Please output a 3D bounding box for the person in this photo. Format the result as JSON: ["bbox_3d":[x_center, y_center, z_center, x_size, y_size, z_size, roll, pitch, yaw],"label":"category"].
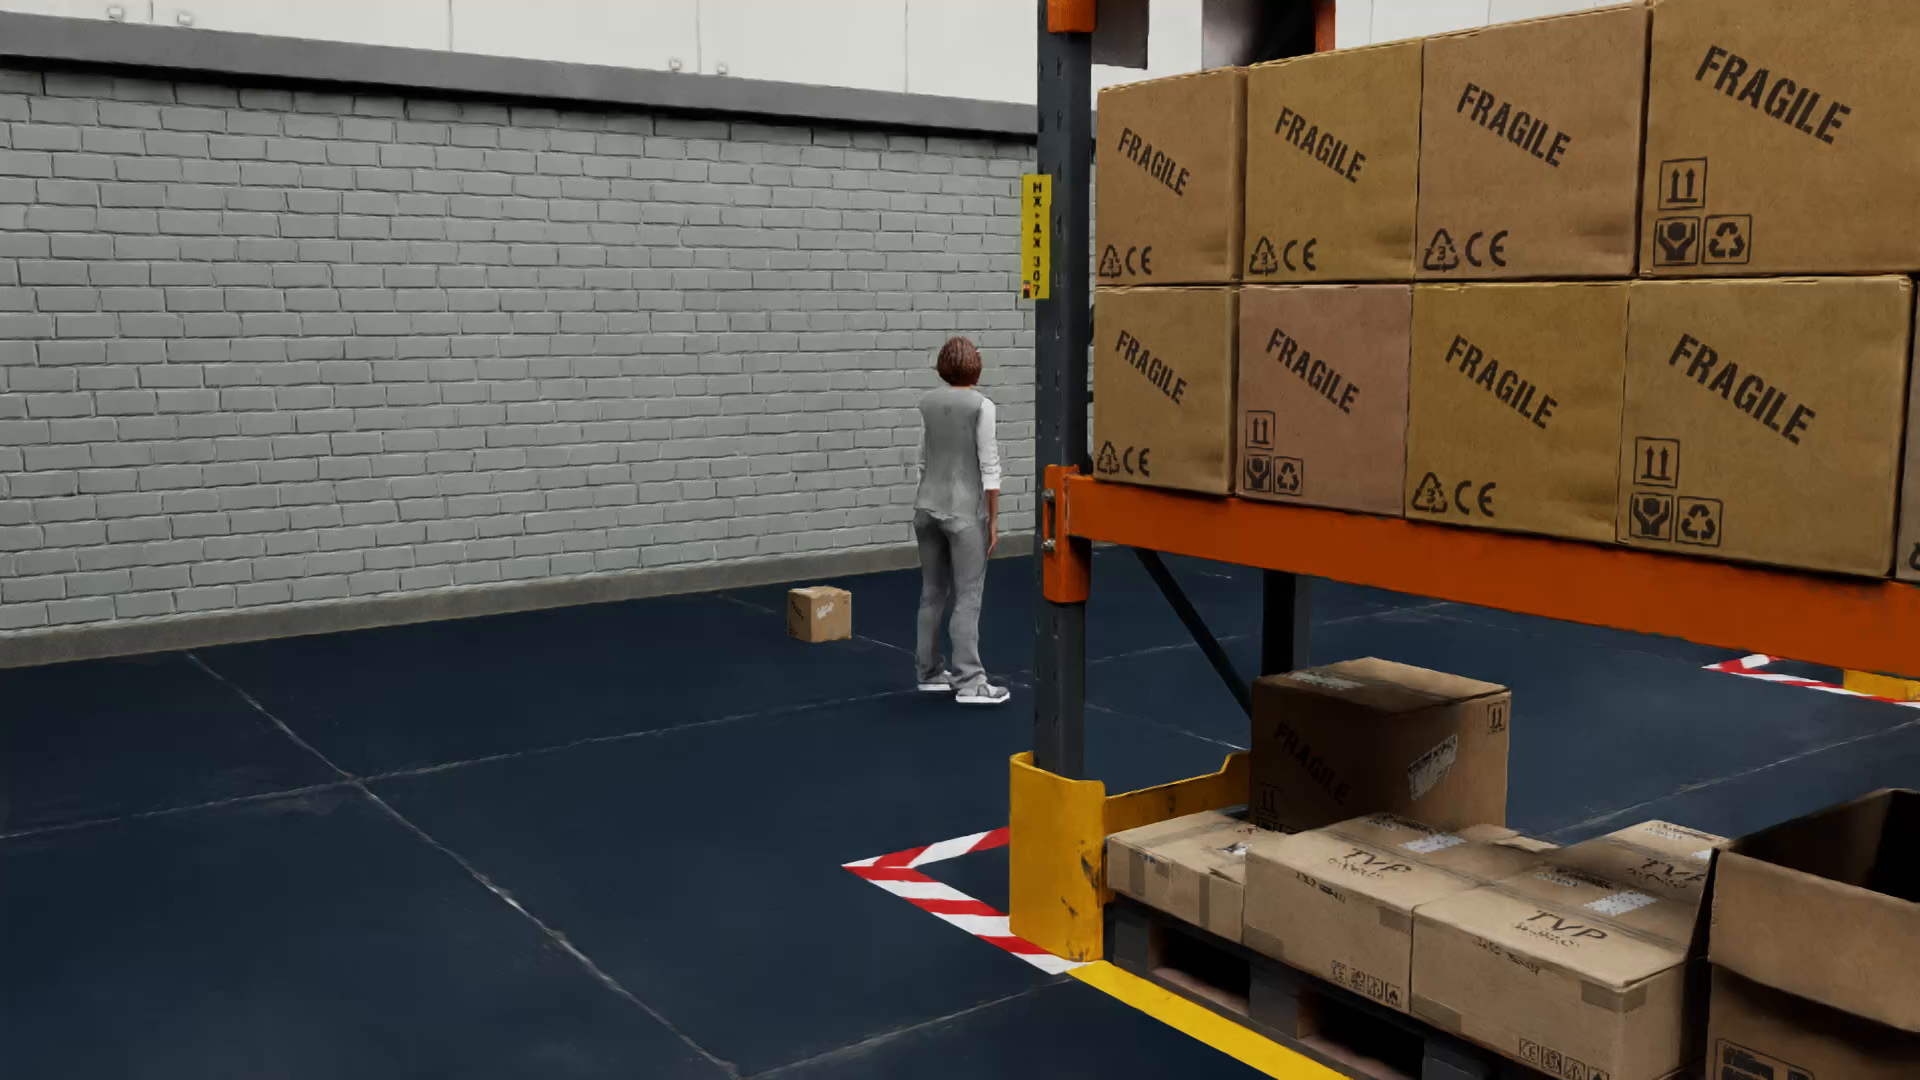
[{"bbox_3d":[-0.016,-0.089,7.306,0.471,1.605,0.341,6,10,35],"label":"person"}]
